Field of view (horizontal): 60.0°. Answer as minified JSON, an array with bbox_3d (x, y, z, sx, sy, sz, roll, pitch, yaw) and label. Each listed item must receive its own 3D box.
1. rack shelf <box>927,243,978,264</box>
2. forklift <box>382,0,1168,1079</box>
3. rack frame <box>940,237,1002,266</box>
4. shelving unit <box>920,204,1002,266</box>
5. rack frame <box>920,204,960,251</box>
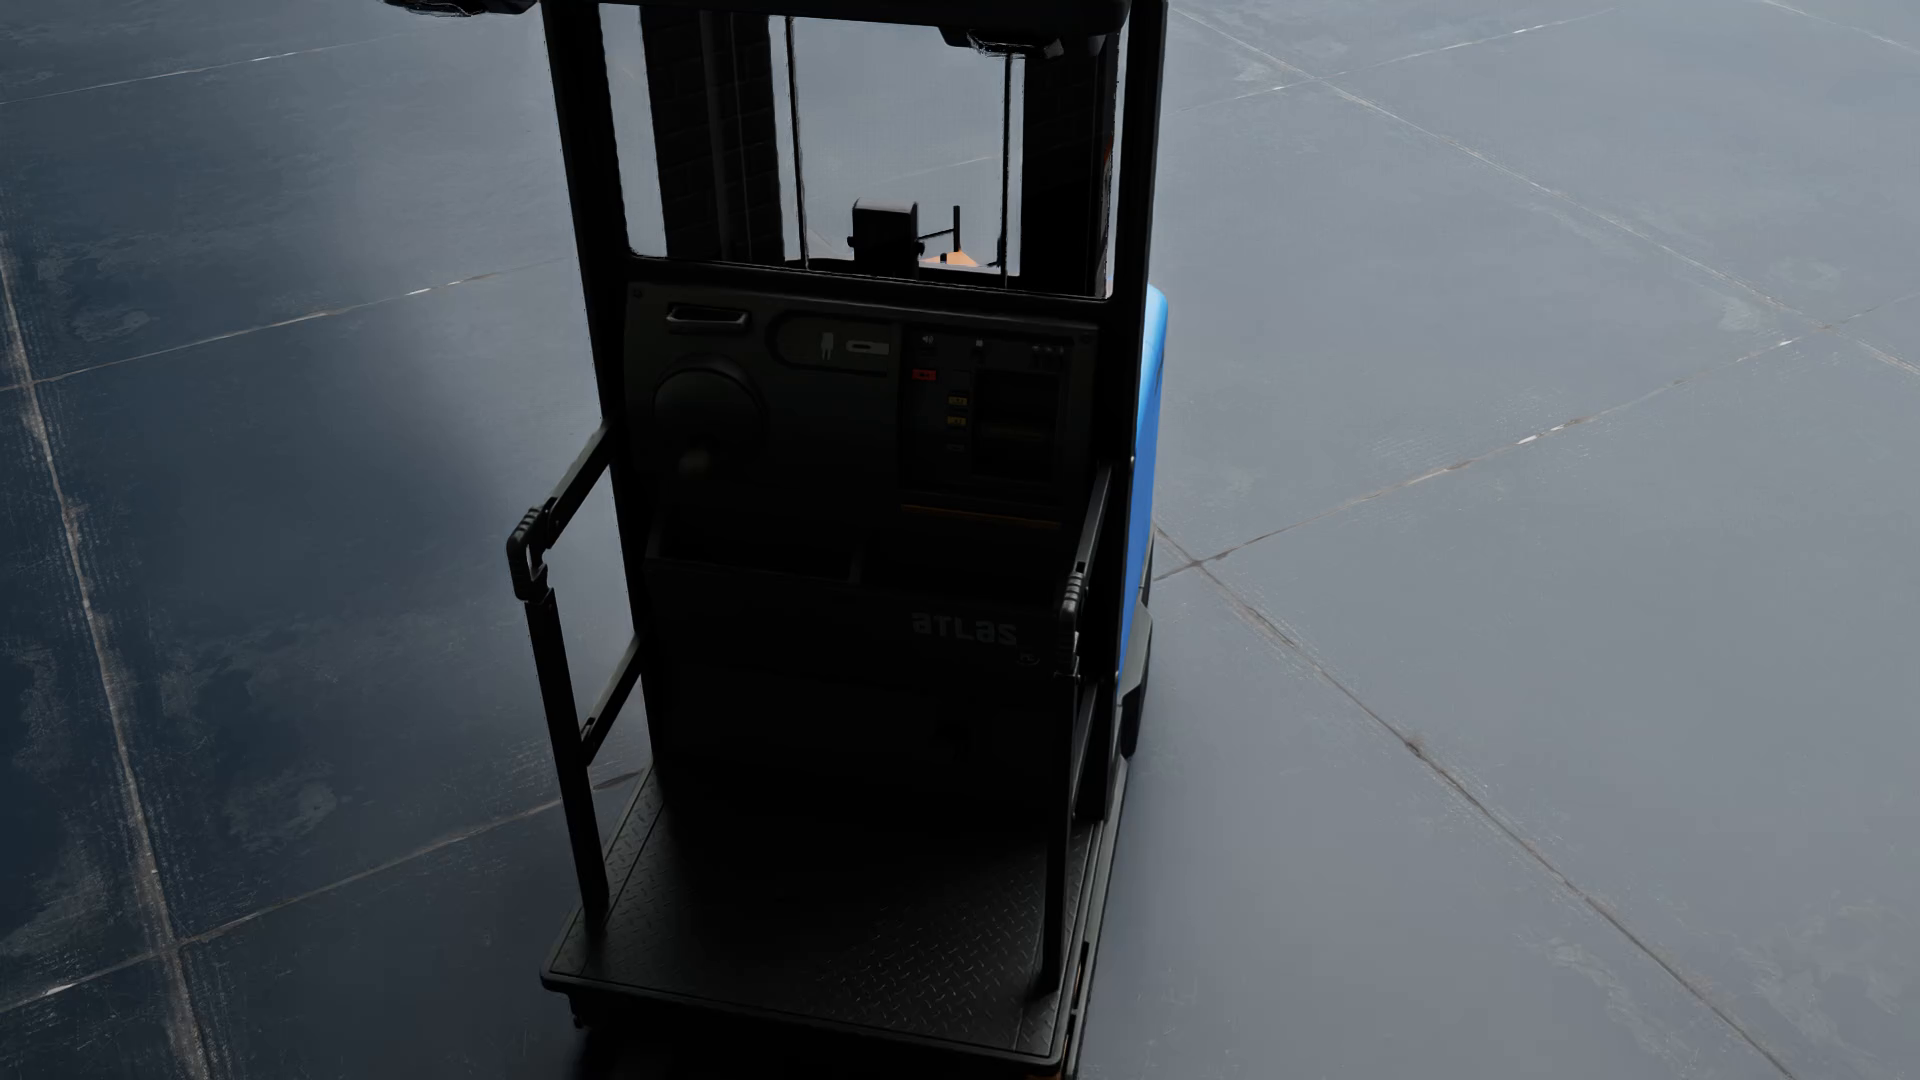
[{"bbox_3d":[-0.027,-0.672,4.817,0.215,0.259,0.240,-19,40,-24],"label":"rack shelf"},{"bbox_3d":[-0.243,-0.207,3.048,1.130,2.935,3.031,7,37,9],"label":"forklift"},{"bbox_3d":[0.034,-0.389,4.893,0.200,1.050,0.008,-19,40,-24],"label":"rack frame"},{"bbox_3d":[-0.027,-0.451,4.978,0.215,1.050,0.252,-19,40,-24],"label":"shelving unit"},{"bbox_3d":[-0.088,-0.513,5.063,0.200,1.050,0.008,-19,40,-24],"label":"rack frame"}]
